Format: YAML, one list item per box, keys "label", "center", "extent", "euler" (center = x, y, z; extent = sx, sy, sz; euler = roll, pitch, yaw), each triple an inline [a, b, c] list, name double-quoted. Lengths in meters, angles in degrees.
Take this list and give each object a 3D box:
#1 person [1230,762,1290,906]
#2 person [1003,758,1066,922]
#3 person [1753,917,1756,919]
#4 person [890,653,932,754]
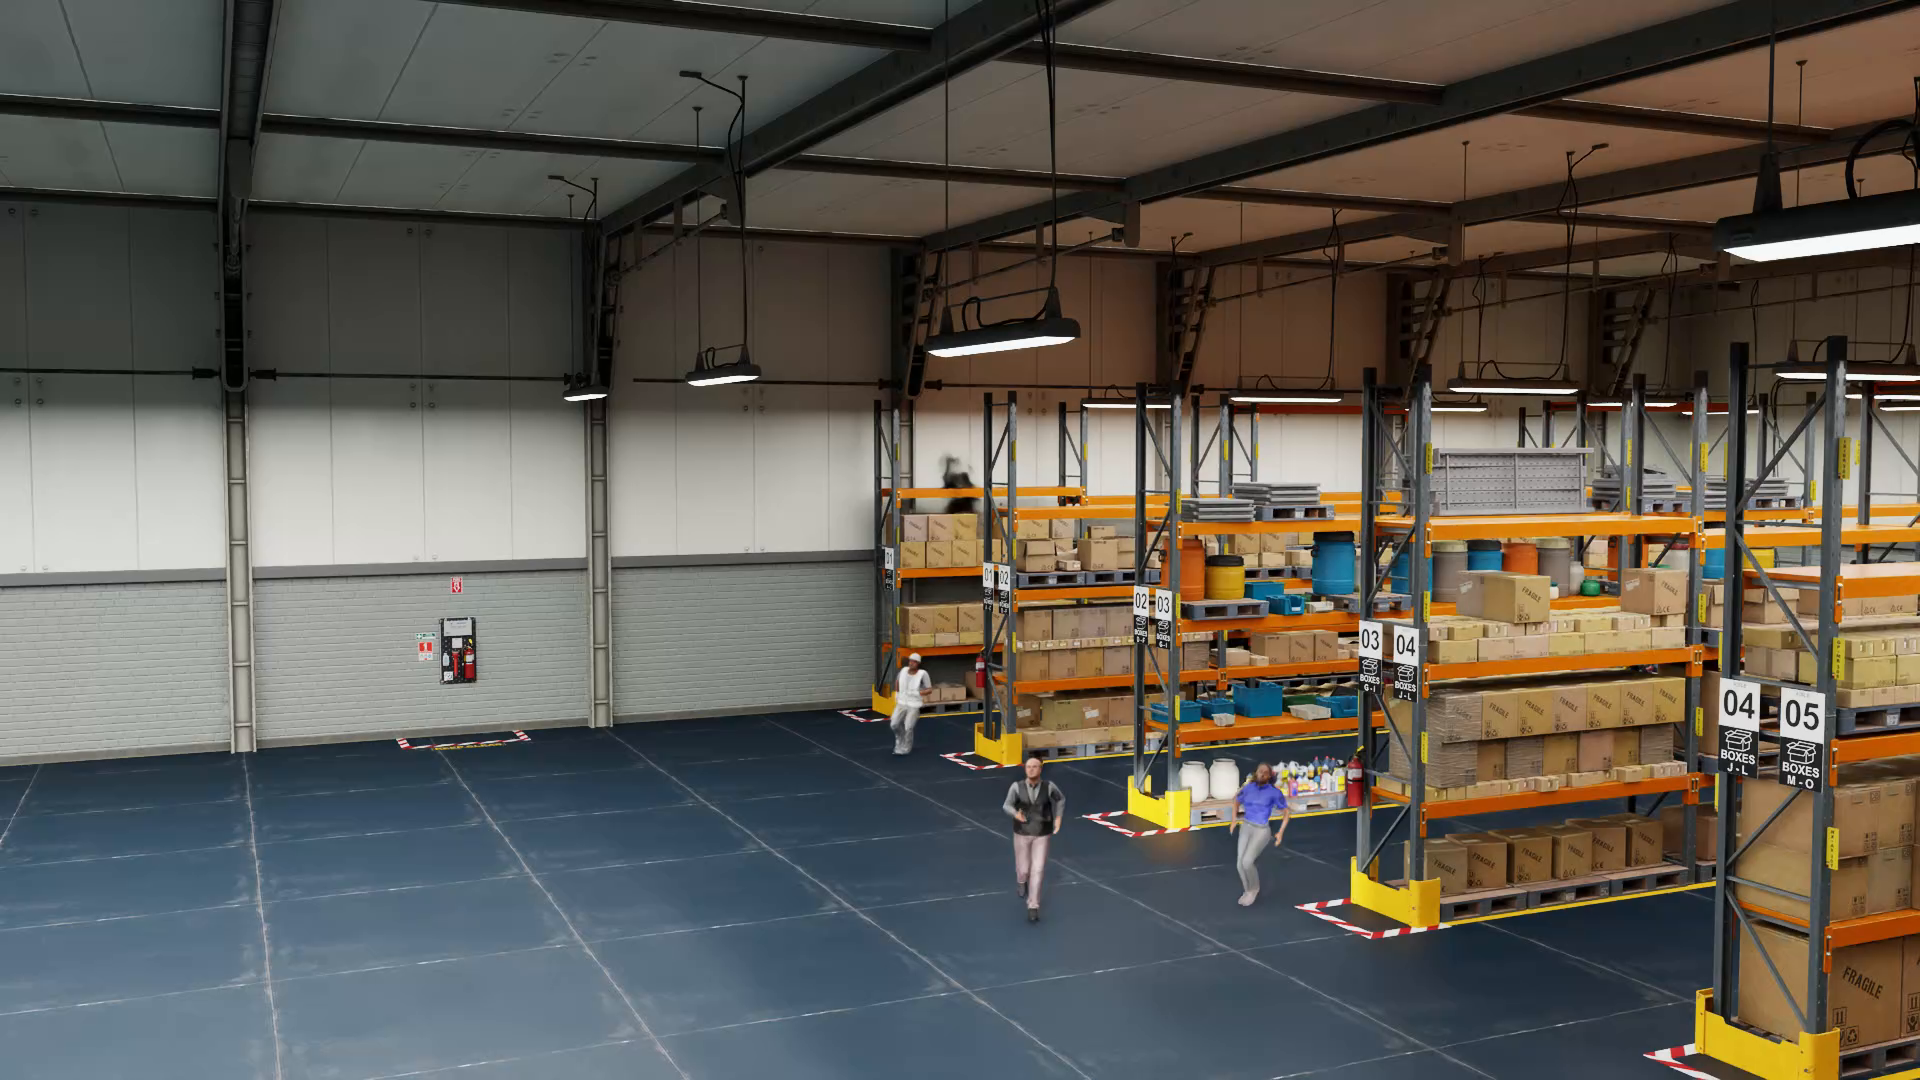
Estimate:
- label: "person"
  center: [3.279, 3.290, 18.544]
  extent: [0.632, 1.612, 0.547]
  euler: [3, 4, 42]
- label: "person"
  center: [0.808, 3.240, 18.249]
  extent: [0.681, 1.688, 0.990]
  euler: [0, 3, 7]
- label: "person"
  center: [8.127, 3.380, 16.383]
  extent: [0.837, 1.719, 0.594]
  euler: [-2, 4, -36]
- label: "person"
  center: [-0.809, 2.713, 27.358]
  extent: [0.697, 1.726, 0.531]
  euler: [1, 4, 19]
